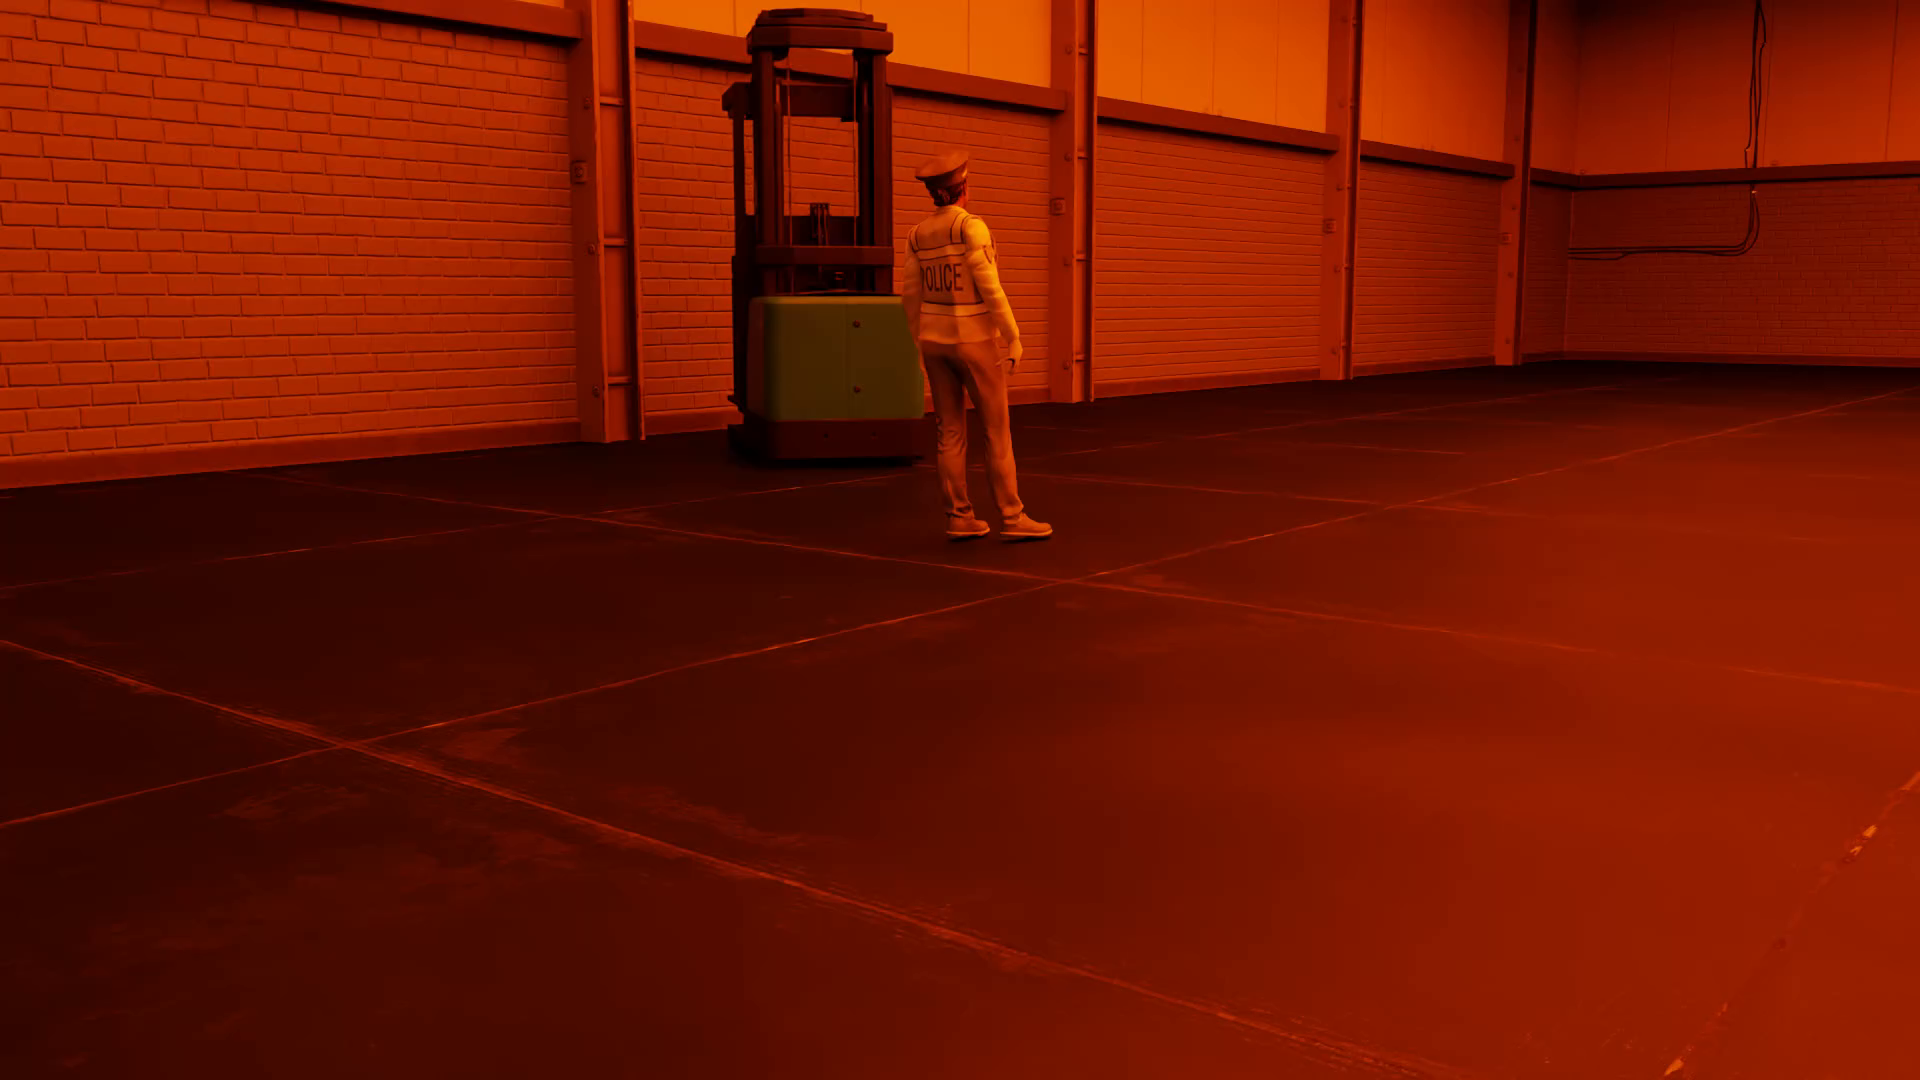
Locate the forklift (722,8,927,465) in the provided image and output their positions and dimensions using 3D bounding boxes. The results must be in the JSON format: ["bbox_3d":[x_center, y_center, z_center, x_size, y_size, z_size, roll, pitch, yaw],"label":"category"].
[{"bbox_3d":[-1.064,-2.109,11.696,1.130,2.935,3.031,-2,9,-14],"label":"forklift"}]

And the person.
[{"bbox_3d":[0.048,-0.853,7.330,0.587,1.695,0.531,7,11,38],"label":"person"}]
